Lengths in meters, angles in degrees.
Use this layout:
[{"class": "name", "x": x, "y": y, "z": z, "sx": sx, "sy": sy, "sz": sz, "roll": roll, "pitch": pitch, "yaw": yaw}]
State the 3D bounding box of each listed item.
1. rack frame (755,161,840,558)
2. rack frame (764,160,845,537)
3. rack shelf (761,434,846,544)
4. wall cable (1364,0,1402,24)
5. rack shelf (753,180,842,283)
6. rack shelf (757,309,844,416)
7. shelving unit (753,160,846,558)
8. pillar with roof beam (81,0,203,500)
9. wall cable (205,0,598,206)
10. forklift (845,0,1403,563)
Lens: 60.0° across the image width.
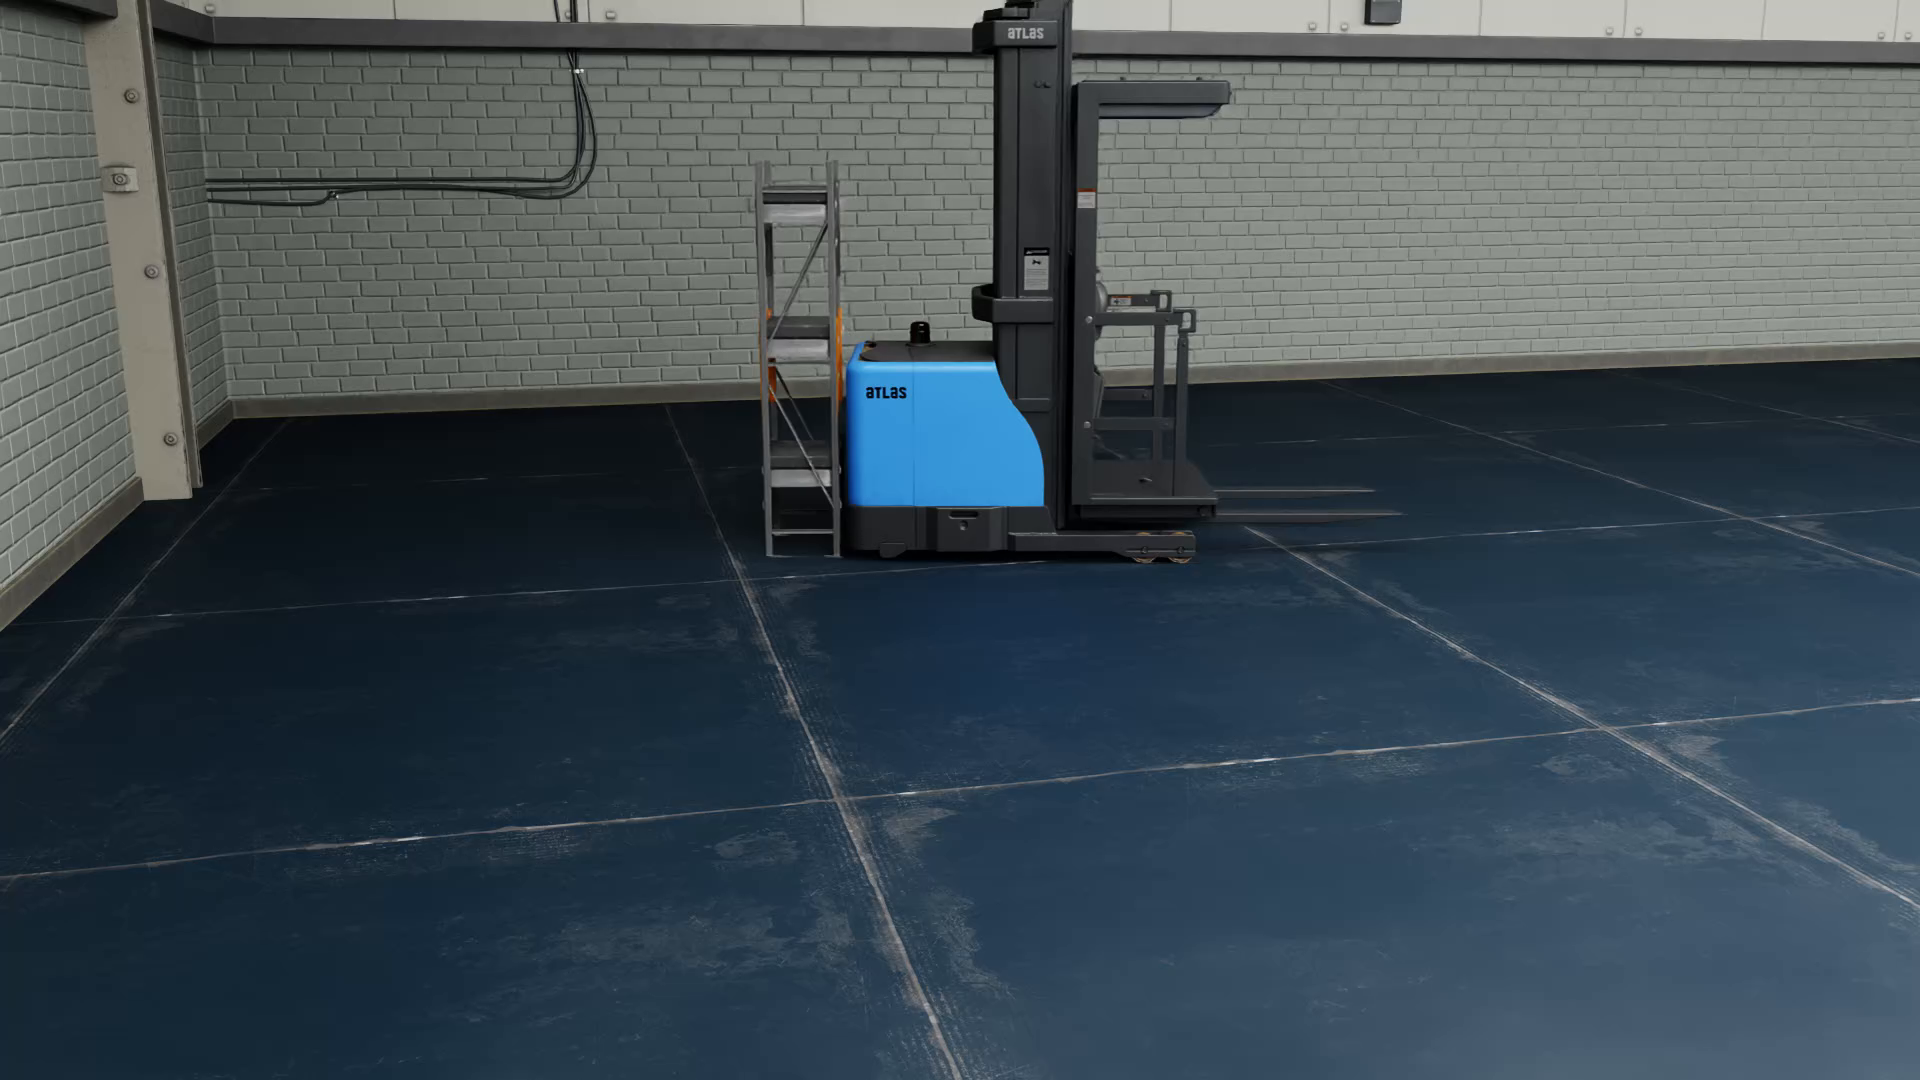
[{"class": "rack frame", "x": -0.852, "y": -0.925, "z": 8.789, "sx": 0.400, "sy": 2.100, "sz": 0.015, "roll": 0, "pitch": 14, "yaw": -1}, {"class": "rack frame", "x": -0.861, "y": -1.041, "z": 9.263, "sx": 0.400, "sy": 2.100, "sz": 0.015, "roll": 0, "pitch": 14, "yaw": -1}, {"class": "rack shelf", "x": -0.857, "y": -0.290, "z": 9.195, "sx": 0.431, "sy": 0.518, "sz": 0.480, "roll": 0, "pitch": 14, "yaw": -1}, {"class": "wall cable", "x": 4.769, "y": -7.603, "z": 14.422, "sx": 2.305, "sy": 6.003, "sz": 0.169, "roll": -3, "pitch": 14, "yaw": -13}, {"class": "rack shelf", "x": -0.857, "y": -1.650, "z": 8.863, "sx": 0.431, "sy": 0.518, "sz": 0.480, "roll": 0, "pitch": 14, "yaw": -1}, {"class": "rack shelf", "x": -0.857, "y": -0.970, "z": 9.029, "sx": 0.431, "sy": 0.518, "sz": 0.480, "roll": 0, "pitch": 14, "yaw": -1}, {"class": "shelving unit", "x": -0.857, "y": -0.983, "z": 9.026, "sx": 0.431, "sy": 2.100, "sz": 0.503, "roll": 0, "pitch": 14, "yaw": -1}, {"class": "pillar with roof beam", "x": -0.872, "y": -4.912, "z": 10.573, "sx": 9.100, "sy": 9.000, "sz": 0.400, "roll": -3, "pitch": 14, "yaw": -13}, {"class": "wall cable", "x": -4.463, "y": -3.917, "z": 13.043, "sx": 3.097, "sy": 2.526, "sz": 0.112, "roll": -3, "pitch": 14, "yaw": -13}, {"class": "forklift", "x": 0.897, "y": -1.425, "z": 9.083, "sx": 3.031, "sy": 2.935, "sz": 1.130, "roll": 0, "pitch": 14, "yaw": 0}]
